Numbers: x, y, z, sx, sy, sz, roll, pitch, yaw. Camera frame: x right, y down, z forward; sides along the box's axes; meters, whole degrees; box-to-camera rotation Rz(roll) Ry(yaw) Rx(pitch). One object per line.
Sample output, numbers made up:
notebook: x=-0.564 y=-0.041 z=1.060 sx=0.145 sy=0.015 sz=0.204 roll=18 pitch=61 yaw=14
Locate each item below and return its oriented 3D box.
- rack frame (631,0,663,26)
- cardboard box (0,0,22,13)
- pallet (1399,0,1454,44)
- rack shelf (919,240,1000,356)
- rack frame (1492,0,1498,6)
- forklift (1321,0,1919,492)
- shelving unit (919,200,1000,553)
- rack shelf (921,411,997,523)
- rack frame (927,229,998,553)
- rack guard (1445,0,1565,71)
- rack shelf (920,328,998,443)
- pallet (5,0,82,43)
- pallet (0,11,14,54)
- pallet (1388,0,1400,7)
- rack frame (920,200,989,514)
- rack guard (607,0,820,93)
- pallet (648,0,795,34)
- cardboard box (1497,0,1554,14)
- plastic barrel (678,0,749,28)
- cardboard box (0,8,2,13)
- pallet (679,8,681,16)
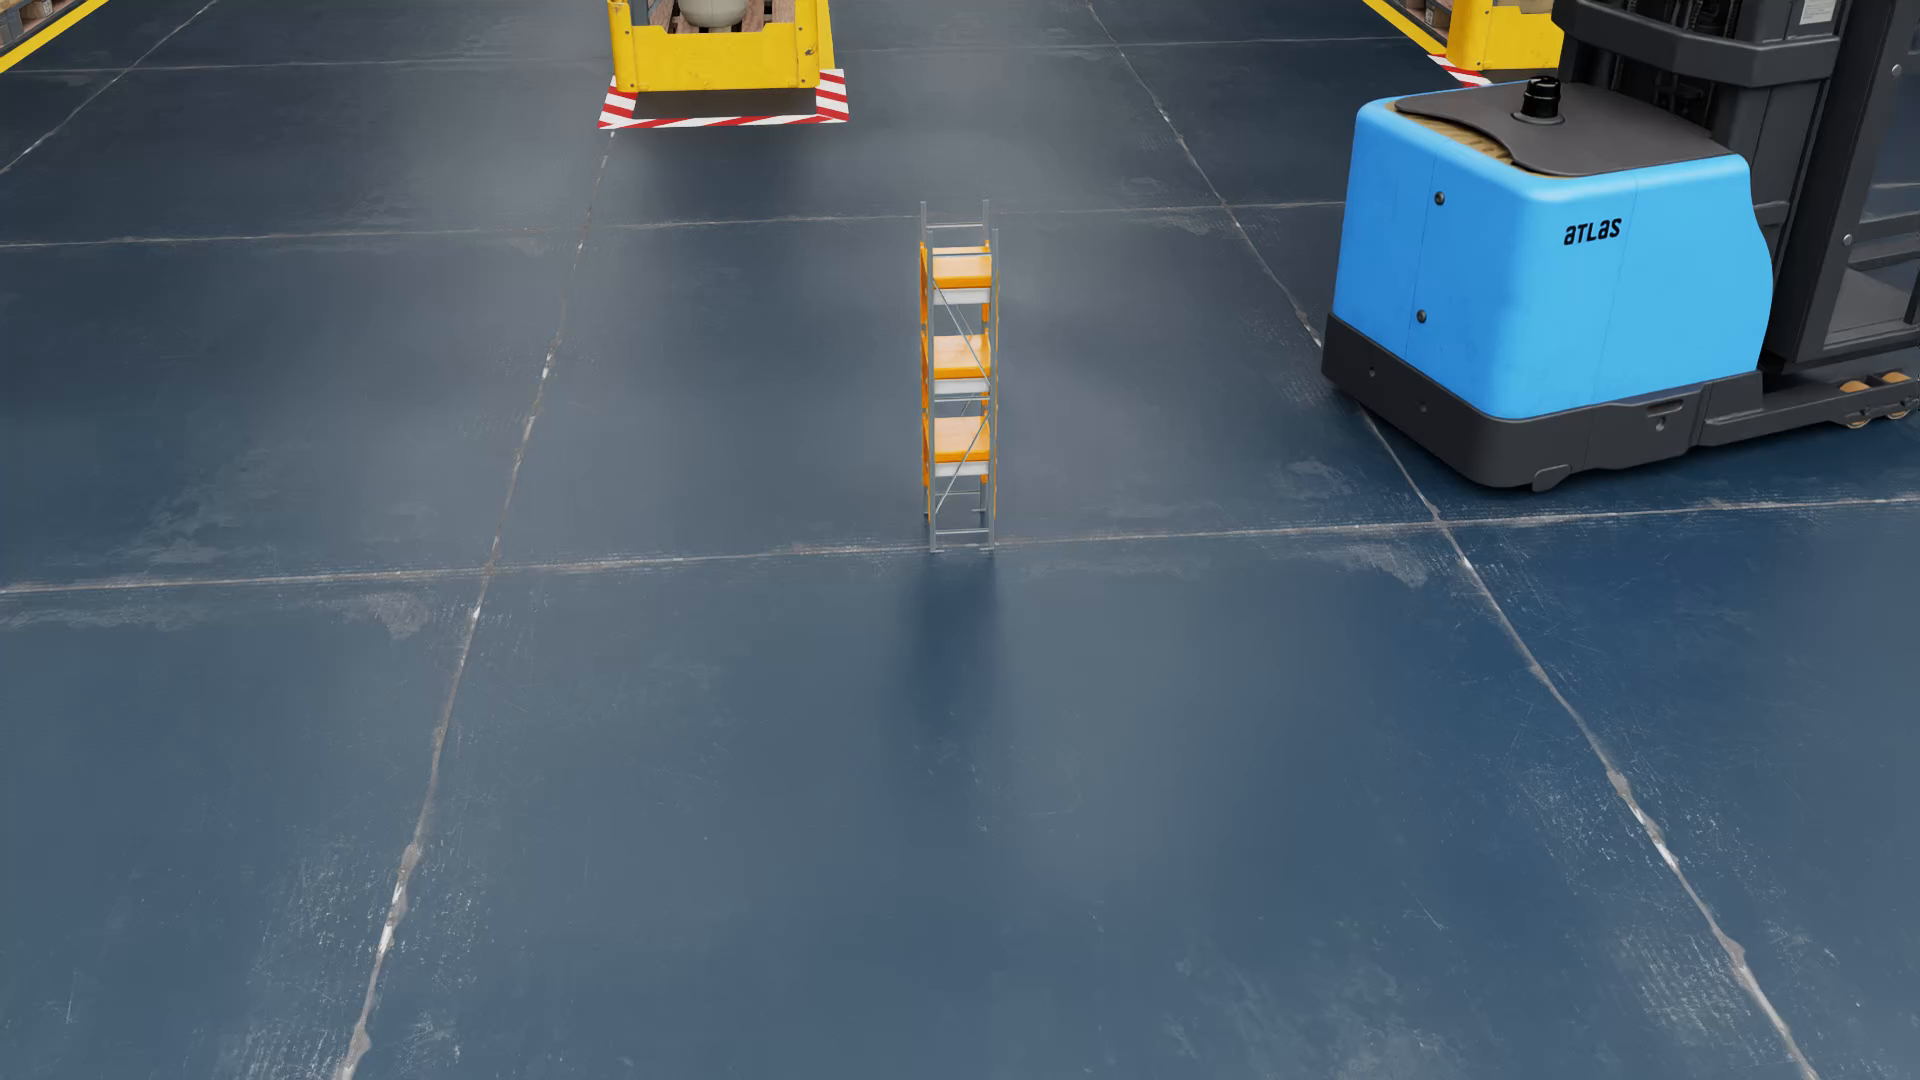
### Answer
rack frame: x=-1.356 y=-3.935 z=8.912 sx=1.000 sy=3.000 sz=0.127 roll=-3 pitch=31 yaw=-5
cardboard box: x=-6.213 y=-3.494 z=10.446 sx=0.500 sy=0.250 sz=0.500 roll=-3 pitch=31 yaw=-5
pallet: x=3.528 y=-3.430 z=10.787 sx=1.003 sy=0.211 sz=1.213 roll=-3 pitch=31 yaw=-5
rack shelf: x=-0.005 y=-0.713 z=4.886 sx=0.215 sy=0.259 sz=0.240 roll=-3 pitch=31 yaw=-5
rack frame: x=3.576 y=-4.172 z=9.310 sx=1.000 sy=3.000 sz=0.127 roll=-3 pitch=31 yaw=-5
forklift: x=2.903 y=-1.892 z=5.559 sx=3.031 sy=2.935 sz=1.130 roll=-12 pitch=33 yaw=-19
shelving unit: x=-0.005 y=-0.478 z=5.027 sx=0.215 sy=1.050 sz=0.252 roll=-3 pitch=31 yaw=-5
rack shelf: x=-0.005 y=-0.230 z=5.174 sx=0.215 sy=0.259 sz=0.240 roll=-3 pitch=31 yaw=-5
rack frame: x=0.006 y=-0.416 z=4.922 sx=0.200 sy=1.050 sz=0.008 roll=-3 pitch=31 yaw=-5
rack guard: x=3.569 y=-3.138 z=10.016 sx=1.175 sy=0.500 sz=0.348 roll=-3 pitch=31 yaw=-5
rack shelf: x=-0.005 y=-0.469 z=5.032 sx=0.215 sy=0.259 sz=0.240 roll=-3 pitch=31 yaw=-5
pallet: x=-6.512 y=-3.512 z=10.924 sx=1.003 sy=0.211 sz=1.213 roll=-3 pitch=31 yaw=-5
pallet: x=-6.401 y=-2.891 z=9.884 sx=1.003 sy=0.211 sz=1.213 roll=-3 pitch=31 yaw=-5
pallet: x=3.417 y=-4.052 z=11.827 sx=1.003 sy=0.211 sz=1.213 roll=-3 pitch=31 yaw=-5
rack frame: x=-0.016 y=-0.540 z=5.131 sx=0.200 sy=1.050 sz=0.008 roll=-3 pitch=31 yaw=-5
rack guard: x=-1.410 y=-2.898 z=9.614 sx=1.175 sy=0.500 sz=0.348 roll=-3 pitch=31 yaw=-5
pallet: x=-1.480 y=-3.189 z=10.383 sx=1.003 sy=0.211 sz=1.213 roll=-3 pitch=31 yaw=-5
cardboard box: x=3.534 y=-3.599 z=10.378 sx=0.500 sy=0.500 sz=0.500 roll=3 pitch=31 yaw=5
plastic barrel: x=-1.493 y=-3.379 z=9.999 sx=0.421 sy=0.512 sz=0.421 roll=0 pitch=31 yaw=0
cardboard box: x=-6.167 y=-3.239 z=10.019 sx=0.500 sy=0.250 sz=0.500 roll=-3 pitch=31 yaw=-5
pallet: x=-1.591 y=-3.811 z=11.424 sx=1.003 sy=0.211 sz=1.213 roll=-3 pitch=31 yaw=-5
